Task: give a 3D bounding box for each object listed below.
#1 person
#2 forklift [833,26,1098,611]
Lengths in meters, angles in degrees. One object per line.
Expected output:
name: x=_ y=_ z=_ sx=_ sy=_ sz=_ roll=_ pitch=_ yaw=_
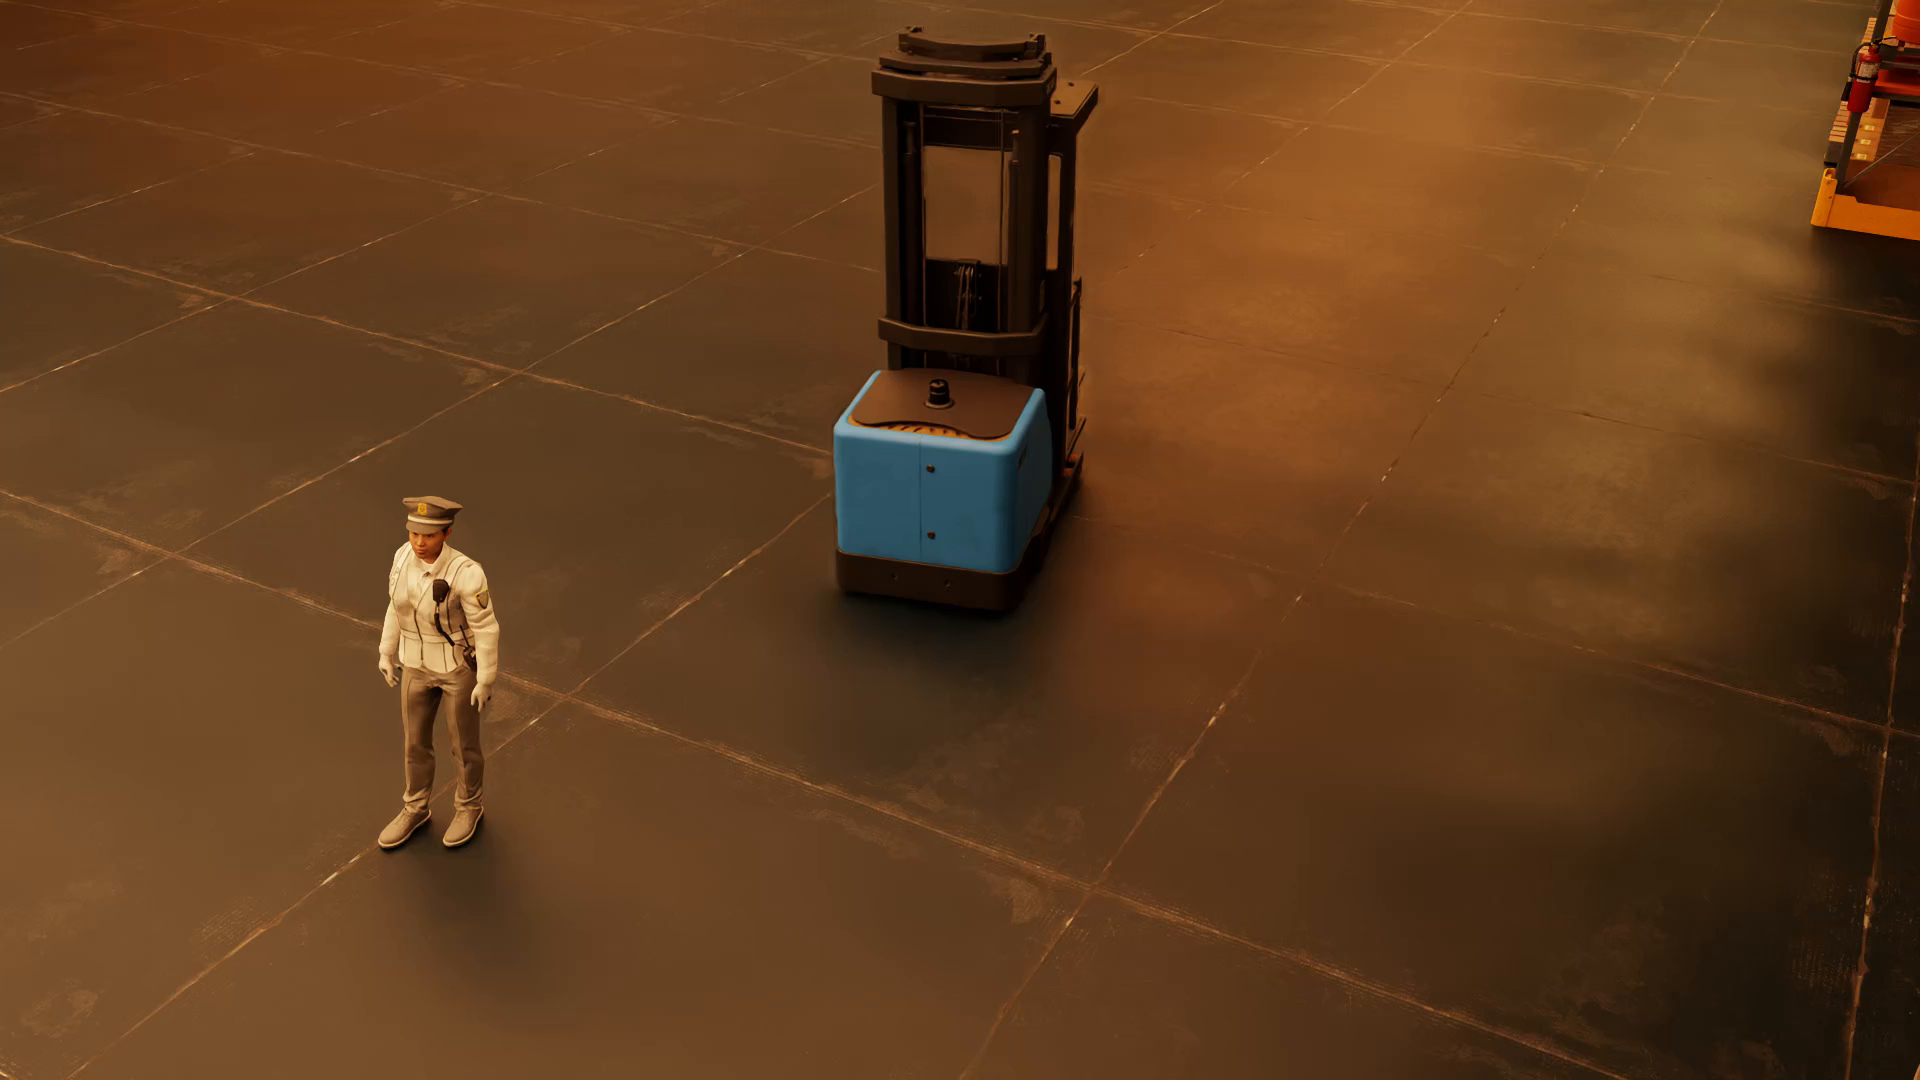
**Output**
person: x=-2.305 y=0.589 z=7.274 sx=0.588 sy=1.697 sz=0.533 roll=10 pitch=31 yaw=17
forklift: x=0.165 y=-1.601 z=9.844 sx=1.130 sy=2.935 sz=3.031 roll=7 pitch=31 yaw=13
